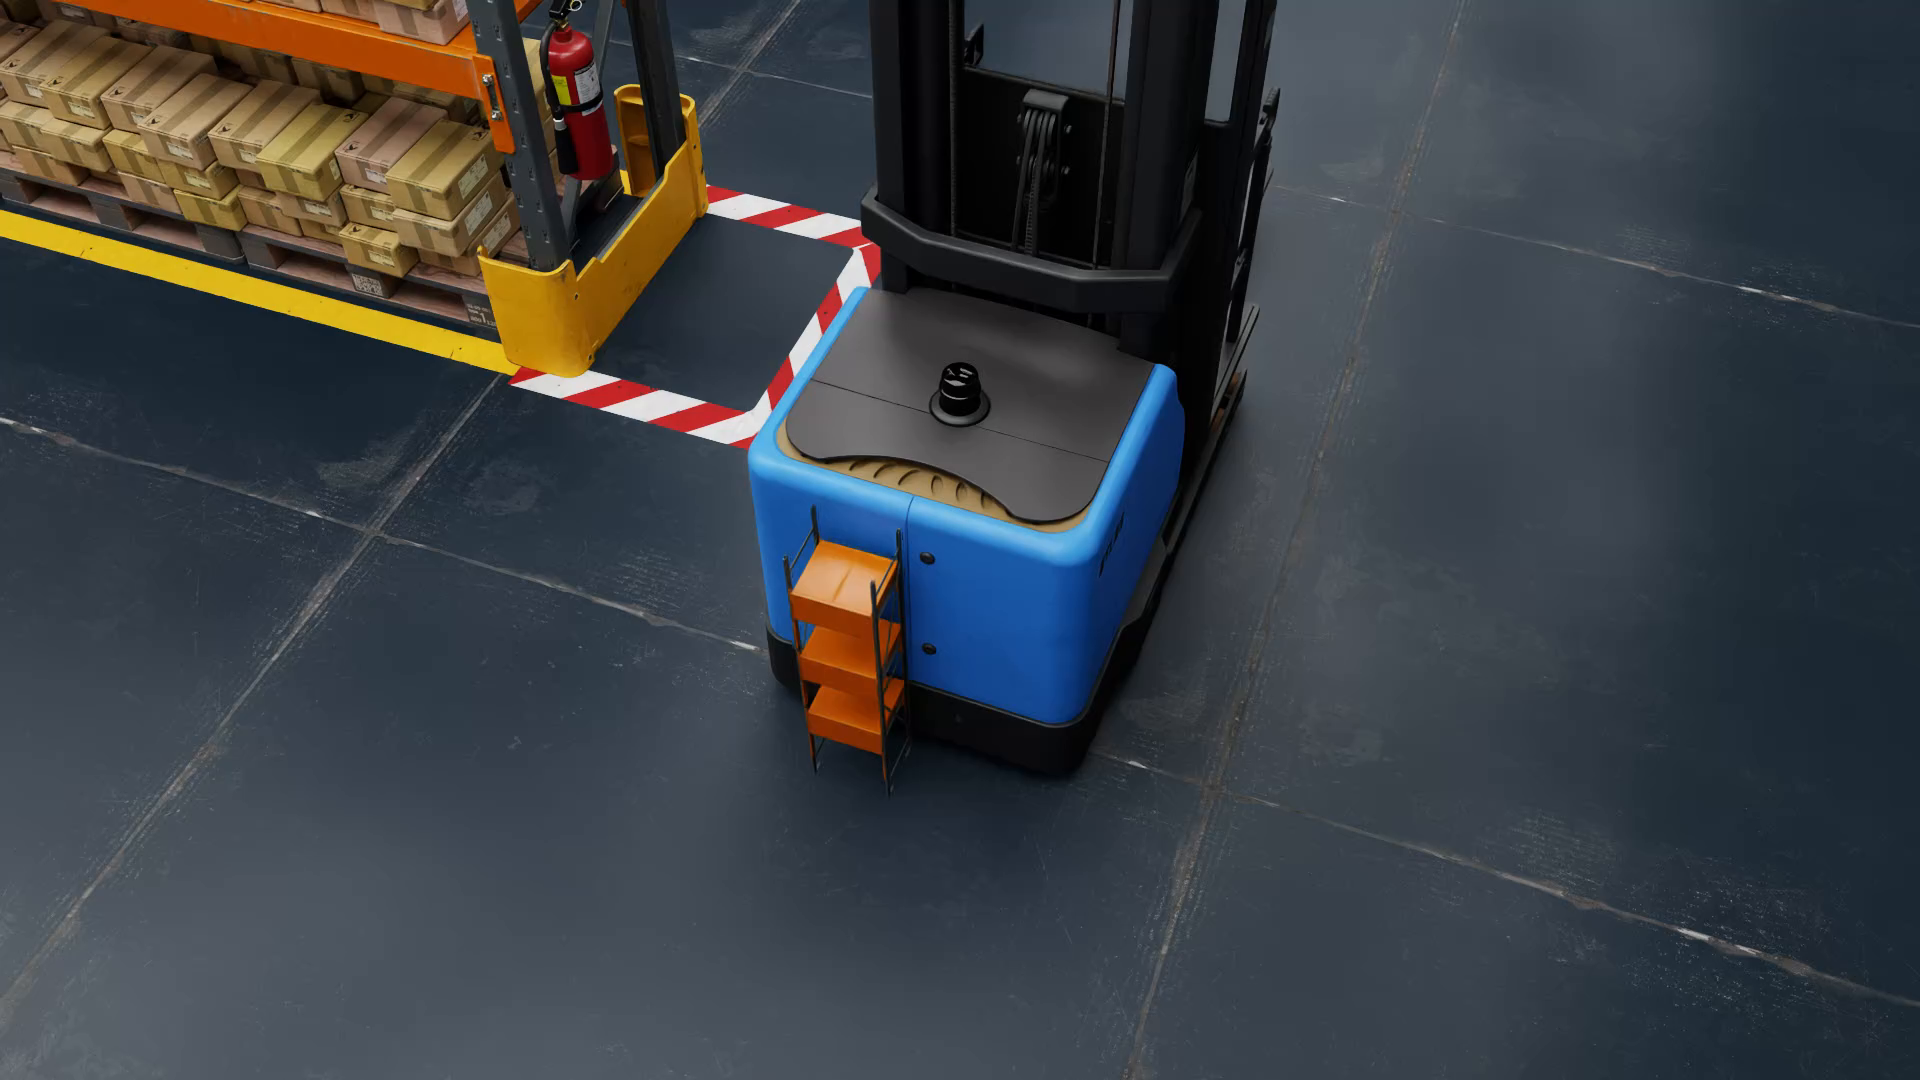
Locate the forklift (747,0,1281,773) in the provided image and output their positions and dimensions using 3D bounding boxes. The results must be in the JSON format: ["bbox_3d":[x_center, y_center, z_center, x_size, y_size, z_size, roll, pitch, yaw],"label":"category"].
[{"bbox_3d":[0.409,-1.393,5.017,1.130,2.935,3.031,17,51,14],"label":"forklift"}]

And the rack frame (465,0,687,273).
[{"bbox_3d":[-1.324,-2.019,5.515,0.127,3.000,1.000,16,51,13],"label":"rack frame"}]

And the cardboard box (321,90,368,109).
[{"bbox_3d":[-2.428,-1.897,6.821,0.250,0.149,0.380,17,51,14],"label":"cardboard box"}]

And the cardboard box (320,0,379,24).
[{"bbox_3d":[-1.949,-1.914,5.590,0.250,0.149,0.380,16,51,13],"label":"cardboard box"}]

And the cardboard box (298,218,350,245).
[{"bbox_3d":[-2.385,-1.339,6.534,0.250,0.149,0.380,15,51,13],"label":"cardboard box"}]

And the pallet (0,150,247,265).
[{"bbox_3d":[-3.286,-1.685,7.070,1.213,0.211,1.003,16,51,13],"label":"pallet"}]

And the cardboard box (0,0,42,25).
[{"bbox_3d":[-3.947,-2.335,7.004,0.250,0.149,0.380,17,51,14],"label":"cardboard box"}]

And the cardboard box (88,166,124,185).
[{"bbox_3d":[-3.342,-1.622,6.780,0.250,0.149,0.380,17,51,14],"label":"cardboard box"}]

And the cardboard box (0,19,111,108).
[{"bbox_3d":[-3.586,-1.894,6.621,0.250,0.149,0.380,14,50,12],"label":"cardboard box"}]

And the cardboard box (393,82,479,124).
[{"bbox_3d":[-1.999,-1.783,6.525,0.250,0.149,0.380,16,51,14],"label":"cardboard box"}]

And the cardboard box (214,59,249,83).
[{"bbox_3d":[-2.978,-1.941,6.859,0.250,0.149,0.380,18,51,15],"label":"cardboard box"}]

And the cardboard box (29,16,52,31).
[{"bbox_3d":[-3.708,-2.203,7.086,0.250,0.149,0.380,17,51,14],"label":"cardboard box"}]

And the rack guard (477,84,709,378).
[{"bbox_3d":[-1.396,-1.221,6.477,0.348,0.500,1.175,16,51,13],"label":"rack guard"}]

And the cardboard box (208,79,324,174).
[{"bbox_3d":[-2.633,-1.574,6.344,0.250,0.149,0.380,14,50,12],"label":"cardboard box"}]

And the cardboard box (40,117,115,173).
[{"bbox_3d":[-3.399,-1.651,6.607,0.250,0.149,0.380,16,51,13],"label":"cardboard box"}]

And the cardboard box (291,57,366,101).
[{"bbox_3d":[-2.452,-1.946,6.667,0.250,0.149,0.380,13,50,11],"label":"cardboard box"}]

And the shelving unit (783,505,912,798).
[{"bbox_3d":[-0.305,0.347,4.752,0.252,1.050,0.215,15,52,13],"label":"shelving unit"}]

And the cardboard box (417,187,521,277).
[{"bbox_3d":[-1.891,-1.213,6.425,0.250,0.149,0.380,16,51,14],"label":"cardboard box"}]

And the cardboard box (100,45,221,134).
[{"bbox_3d":[-3.113,-1.753,6.499,0.250,0.149,0.380,14,51,12],"label":"cardboard box"}]

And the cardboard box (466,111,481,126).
[{"bbox_3d":[-1.964,-1.752,6.695,0.250,0.149,0.380,15,51,13],"label":"cardboard box"}]

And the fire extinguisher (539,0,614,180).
[{"bbox_3d":[-1.248,-1.479,5.345,0.183,0.674,0.296,16,51,13],"label":"fire extinguisher"}]

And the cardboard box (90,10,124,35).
[{"bbox_3d":[-3.404,-2.267,6.945,0.250,0.149,0.380,14,51,12],"label":"cardboard box"}]

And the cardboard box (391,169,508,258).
[{"bbox_3d":[-1.918,-1.257,6.266,0.250,0.149,0.380,14,51,12],"label":"cardboard box"}]

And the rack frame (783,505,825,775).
[{"bbox_3d":[-0.419,0.315,4.779,0.008,1.050,0.200,15,52,13],"label":"rack frame"}]

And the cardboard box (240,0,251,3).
[{"bbox_3d":[-2.436,-2.019,5.681,0.250,0.149,0.380,17,51,14],"label":"cardboard box"}]

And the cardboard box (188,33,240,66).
[{"bbox_3d":[-2.940,-2.127,6.823,0.250,0.149,0.380,16,51,14],"label":"cardboard box"}]

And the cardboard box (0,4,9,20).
[{"bbox_3d":[-4.081,-2.031,6.740,0.250,0.149,0.380,14,51,12],"label":"cardboard box"}]

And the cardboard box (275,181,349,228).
[{"bbox_3d":[-2.407,-1.391,6.383,0.250,0.149,0.380,14,50,12],"label":"cardboard box"}]

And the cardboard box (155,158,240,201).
[{"bbox_3d":[-2.897,-1.518,6.492,0.250,0.149,0.380,16,51,14],"label":"cardboard box"}]

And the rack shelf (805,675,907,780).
[{"bbox_3d":[-0.303,0.532,4.973,0.240,0.259,0.215,15,52,13],"label":"rack shelf"}]

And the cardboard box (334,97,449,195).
[{"bbox_3d":[-2.125,-1.484,6.266,0.250,0.149,0.380,17,51,14],"label":"cardboard box"}]

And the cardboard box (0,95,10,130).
[{"bbox_3d":[-3.836,-1.844,6.775,0.250,0.149,0.380,18,51,15],"label":"cardboard box"}]

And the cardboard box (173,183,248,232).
[{"bbox_3d":[-2.882,-1.417,6.602,0.250,0.149,0.380,14,50,11],"label":"cardboard box"}]

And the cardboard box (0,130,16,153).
[{"bbox_3d":[-3.826,-1.773,6.910,0.250,0.149,0.380,14,50,12],"label":"cardboard box"}]
